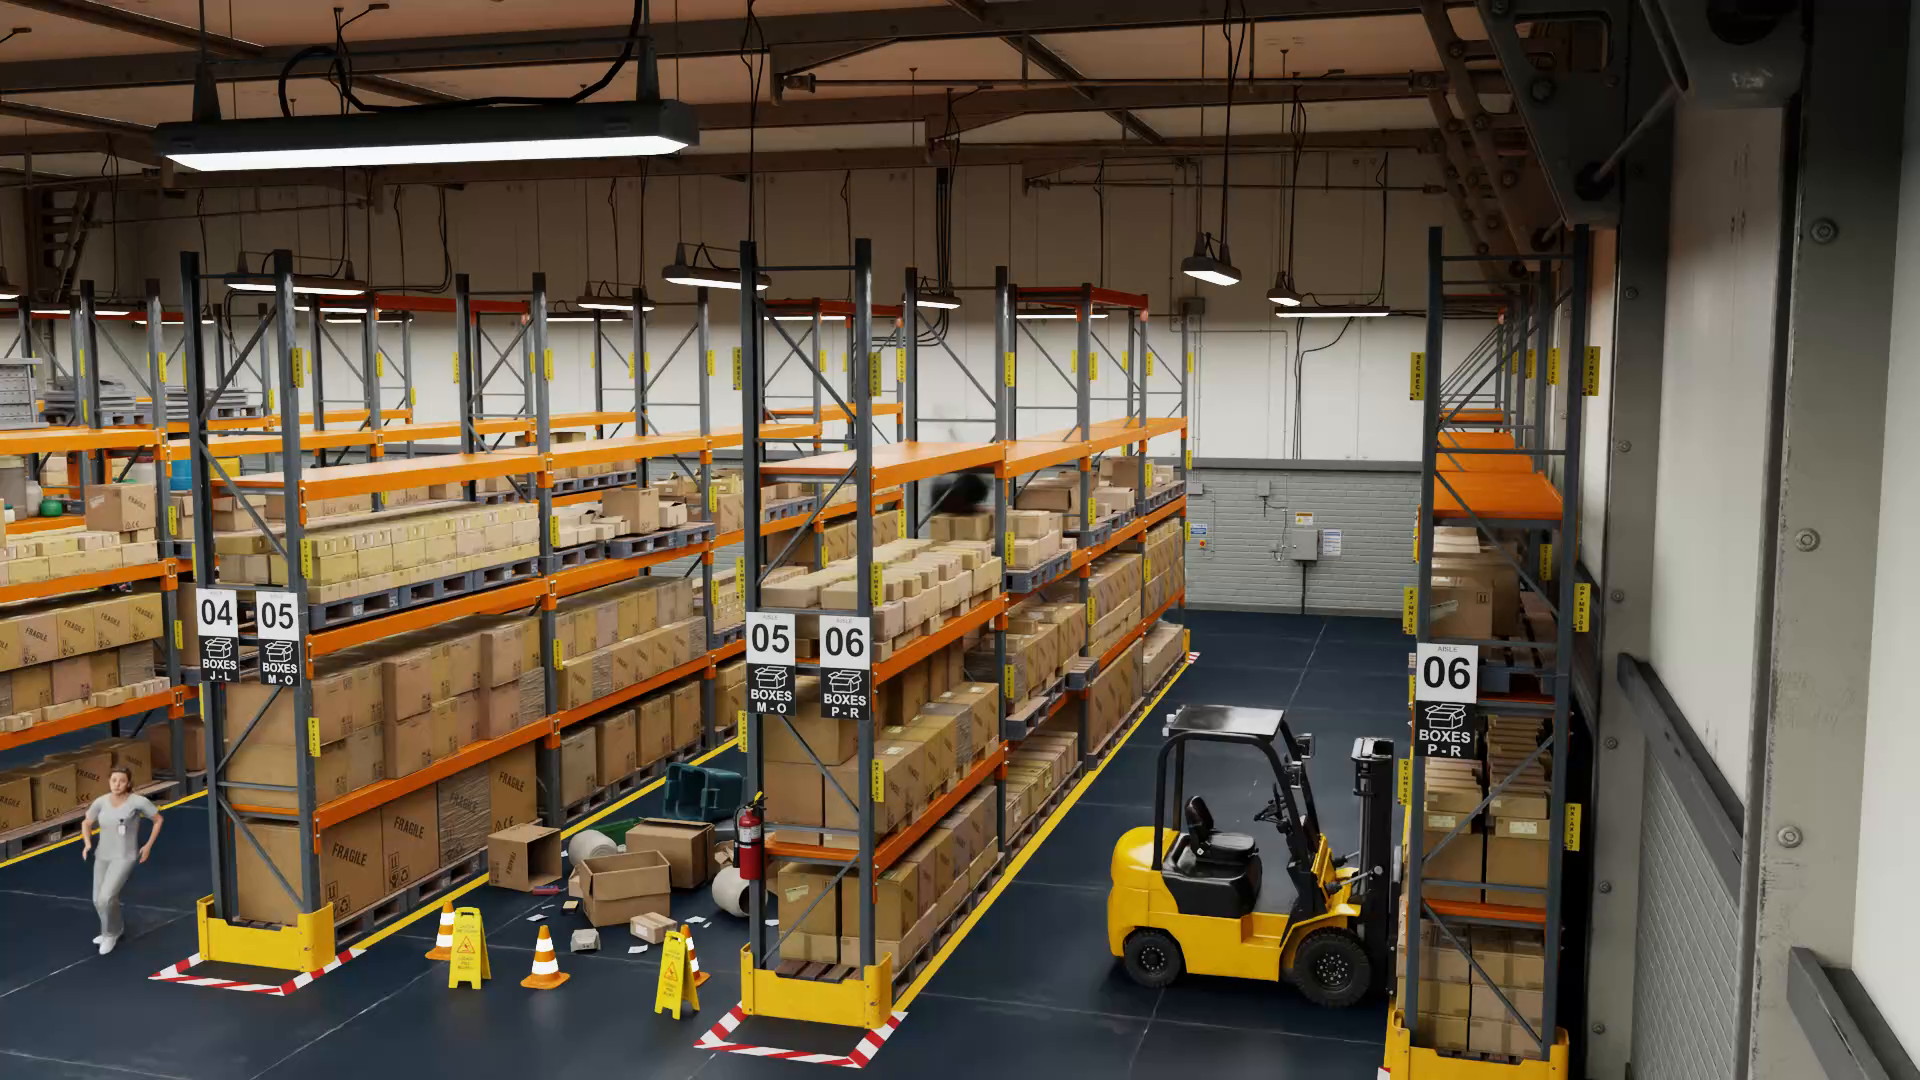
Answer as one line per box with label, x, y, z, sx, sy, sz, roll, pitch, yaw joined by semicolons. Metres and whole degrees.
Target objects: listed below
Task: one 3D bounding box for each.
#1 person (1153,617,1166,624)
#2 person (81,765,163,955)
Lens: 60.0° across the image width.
person;3.305;1.010;29.500;0.785;1.727;0.753;4;7;31
person;-7.269;2.752;14.365;0.623;1.633;0.632;0;6;2
